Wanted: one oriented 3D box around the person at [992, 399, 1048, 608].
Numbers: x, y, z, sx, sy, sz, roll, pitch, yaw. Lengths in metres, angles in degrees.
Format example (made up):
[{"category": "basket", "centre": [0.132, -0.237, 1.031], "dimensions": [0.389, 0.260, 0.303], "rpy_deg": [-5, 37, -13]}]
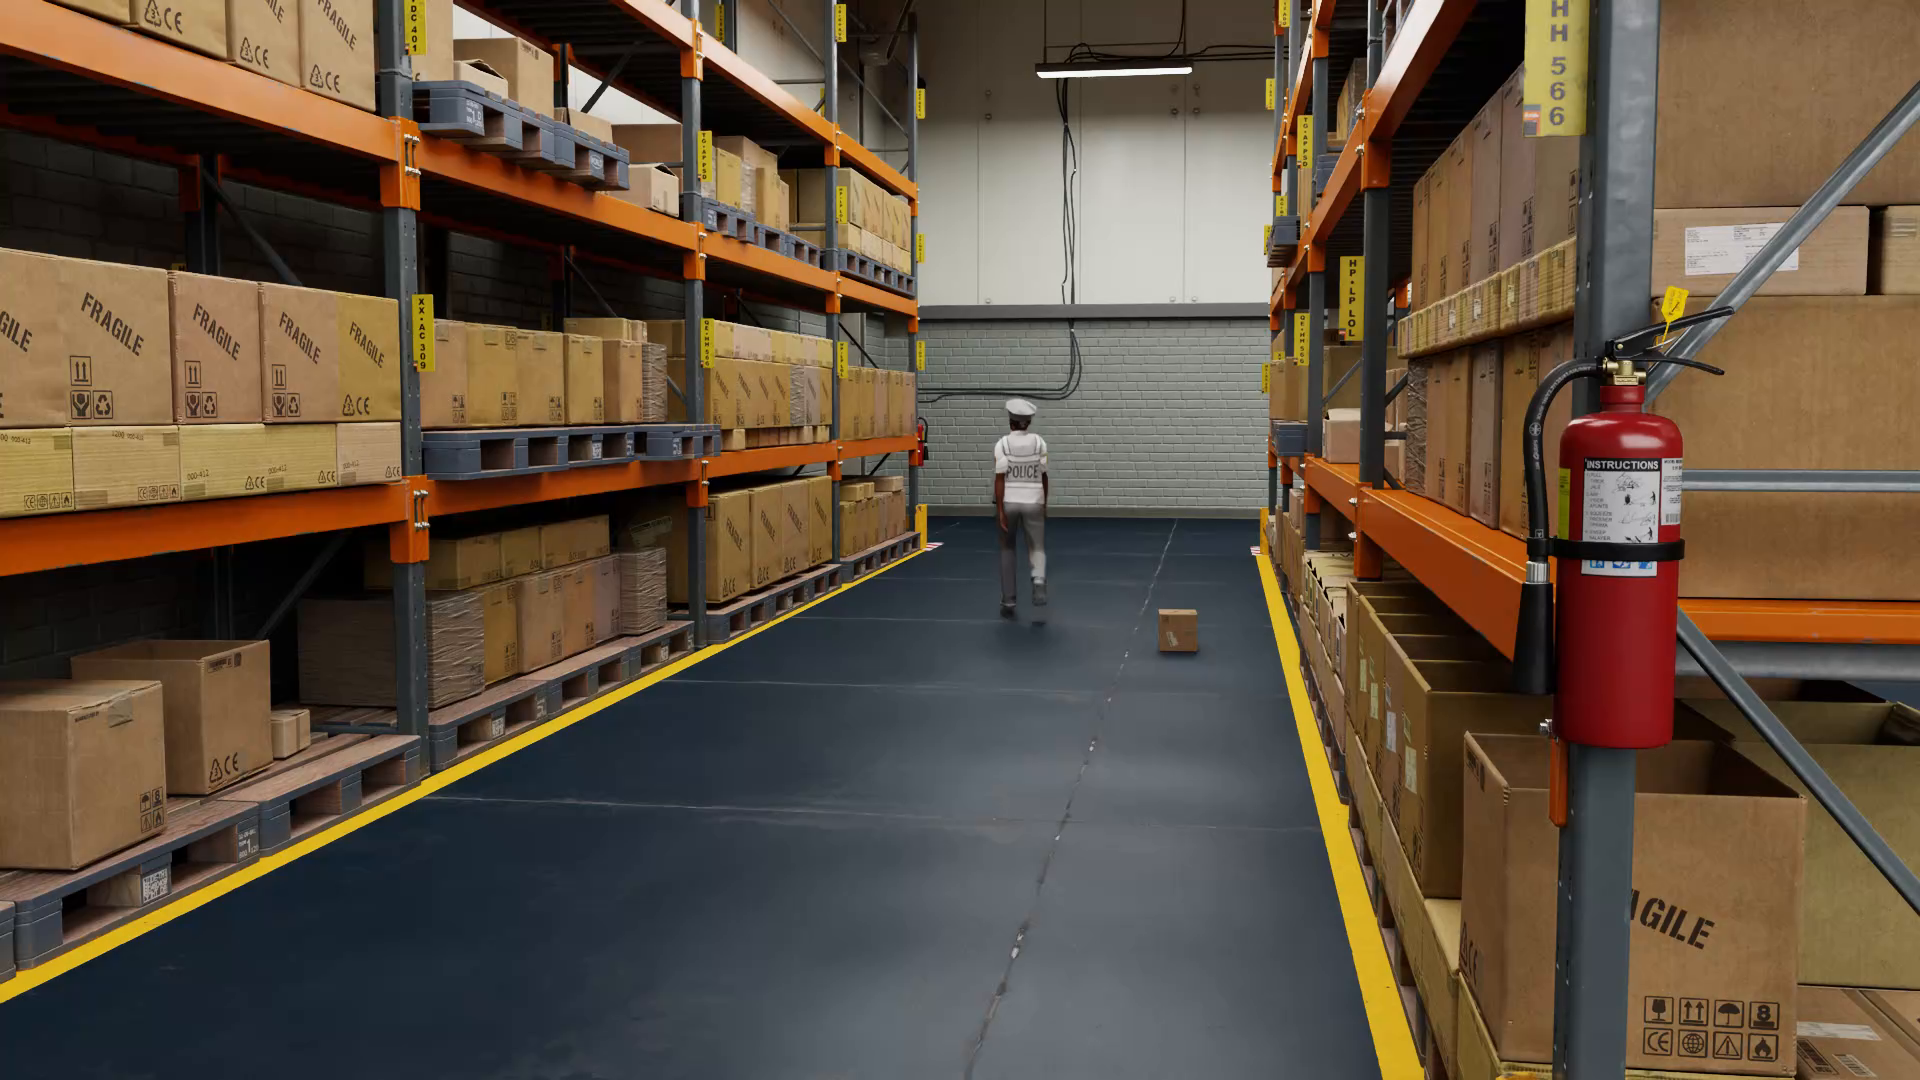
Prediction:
[{"category": "person", "centre": [0.475, -0.273, 12.964], "dimensions": [0.439, 1.651, 0.835], "rpy_deg": [0, 5, -3]}]
